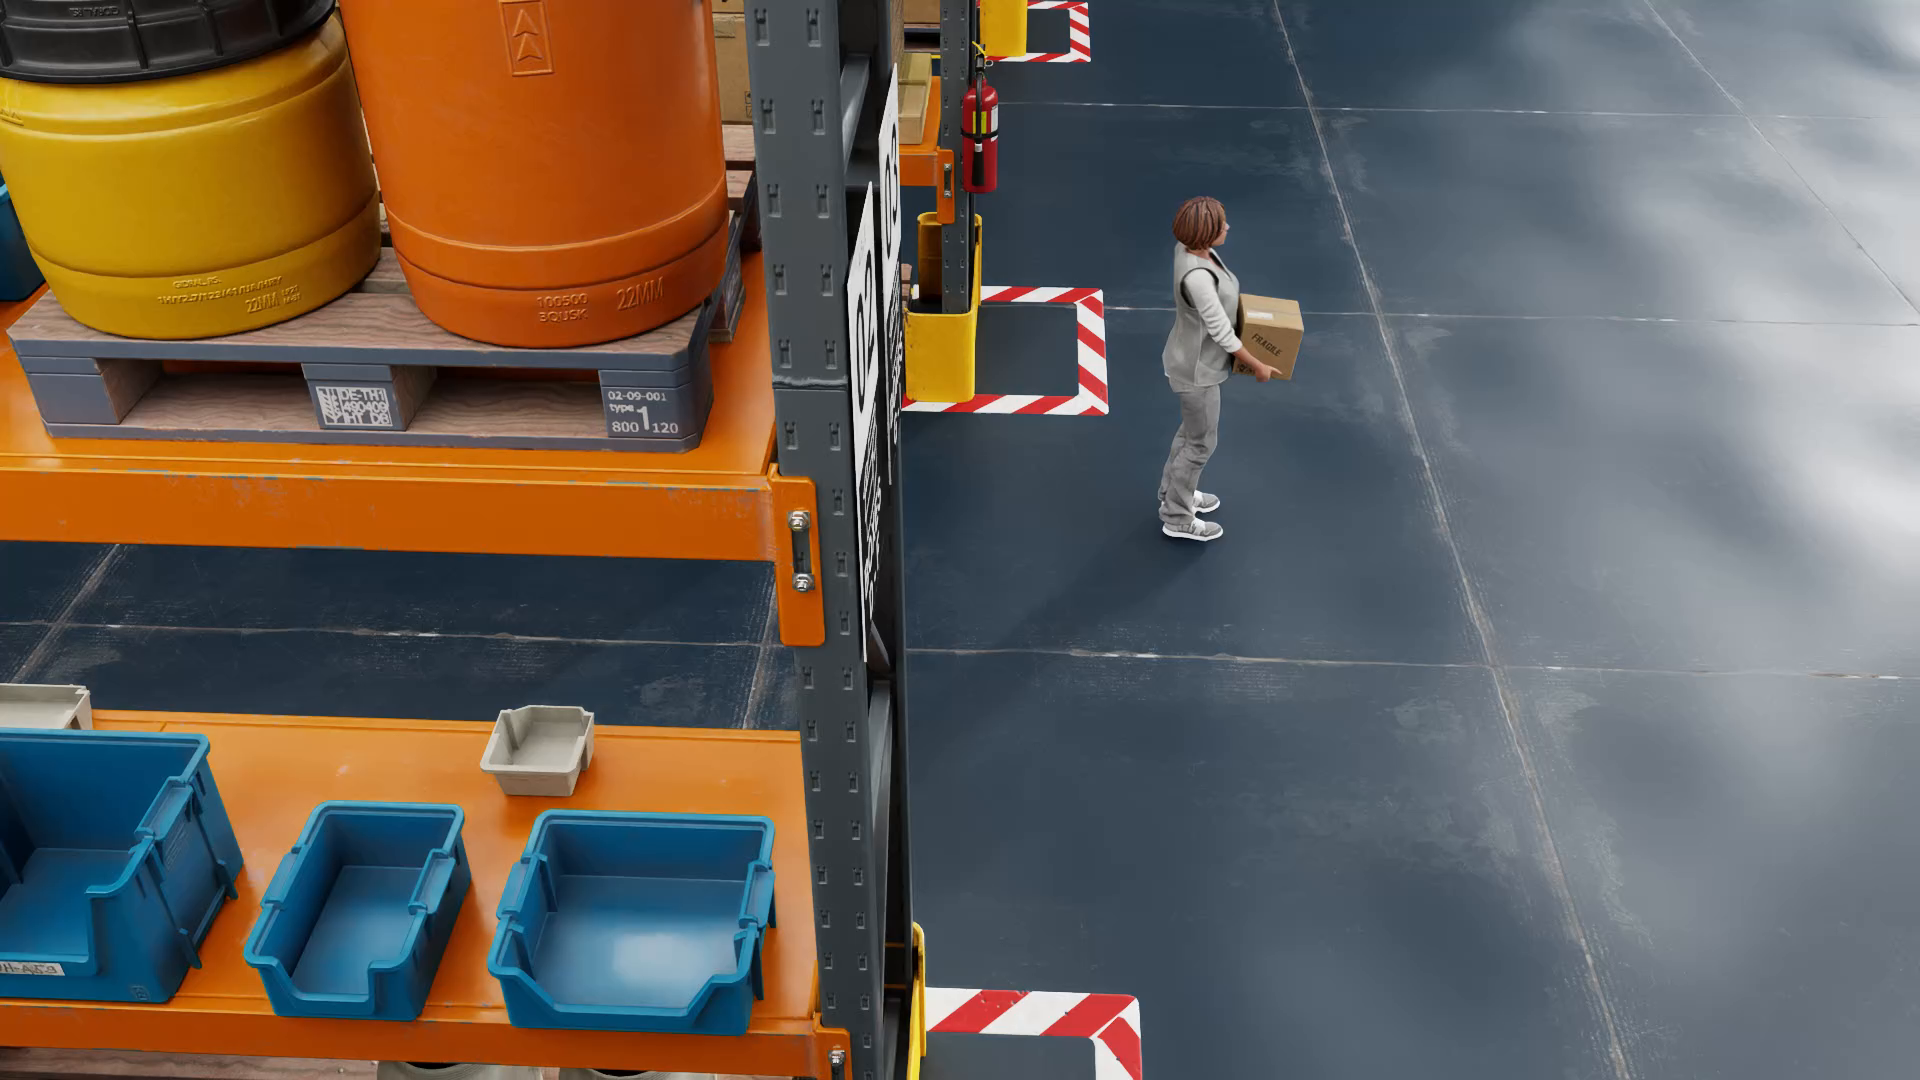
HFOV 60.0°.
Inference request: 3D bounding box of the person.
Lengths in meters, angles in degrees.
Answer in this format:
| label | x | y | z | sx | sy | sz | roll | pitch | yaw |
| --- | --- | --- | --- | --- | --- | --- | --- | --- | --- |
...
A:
| label | x | y | z | sx | sy | sz | roll | pitch | yaw |
| --- | --- | --- | --- | --- | --- | --- | --- | --- | --- |
| person | 1.115 | -0.728 | 7.156 | 0.495 | 1.591 | 0.404 | 2 | 36 | 3 |
